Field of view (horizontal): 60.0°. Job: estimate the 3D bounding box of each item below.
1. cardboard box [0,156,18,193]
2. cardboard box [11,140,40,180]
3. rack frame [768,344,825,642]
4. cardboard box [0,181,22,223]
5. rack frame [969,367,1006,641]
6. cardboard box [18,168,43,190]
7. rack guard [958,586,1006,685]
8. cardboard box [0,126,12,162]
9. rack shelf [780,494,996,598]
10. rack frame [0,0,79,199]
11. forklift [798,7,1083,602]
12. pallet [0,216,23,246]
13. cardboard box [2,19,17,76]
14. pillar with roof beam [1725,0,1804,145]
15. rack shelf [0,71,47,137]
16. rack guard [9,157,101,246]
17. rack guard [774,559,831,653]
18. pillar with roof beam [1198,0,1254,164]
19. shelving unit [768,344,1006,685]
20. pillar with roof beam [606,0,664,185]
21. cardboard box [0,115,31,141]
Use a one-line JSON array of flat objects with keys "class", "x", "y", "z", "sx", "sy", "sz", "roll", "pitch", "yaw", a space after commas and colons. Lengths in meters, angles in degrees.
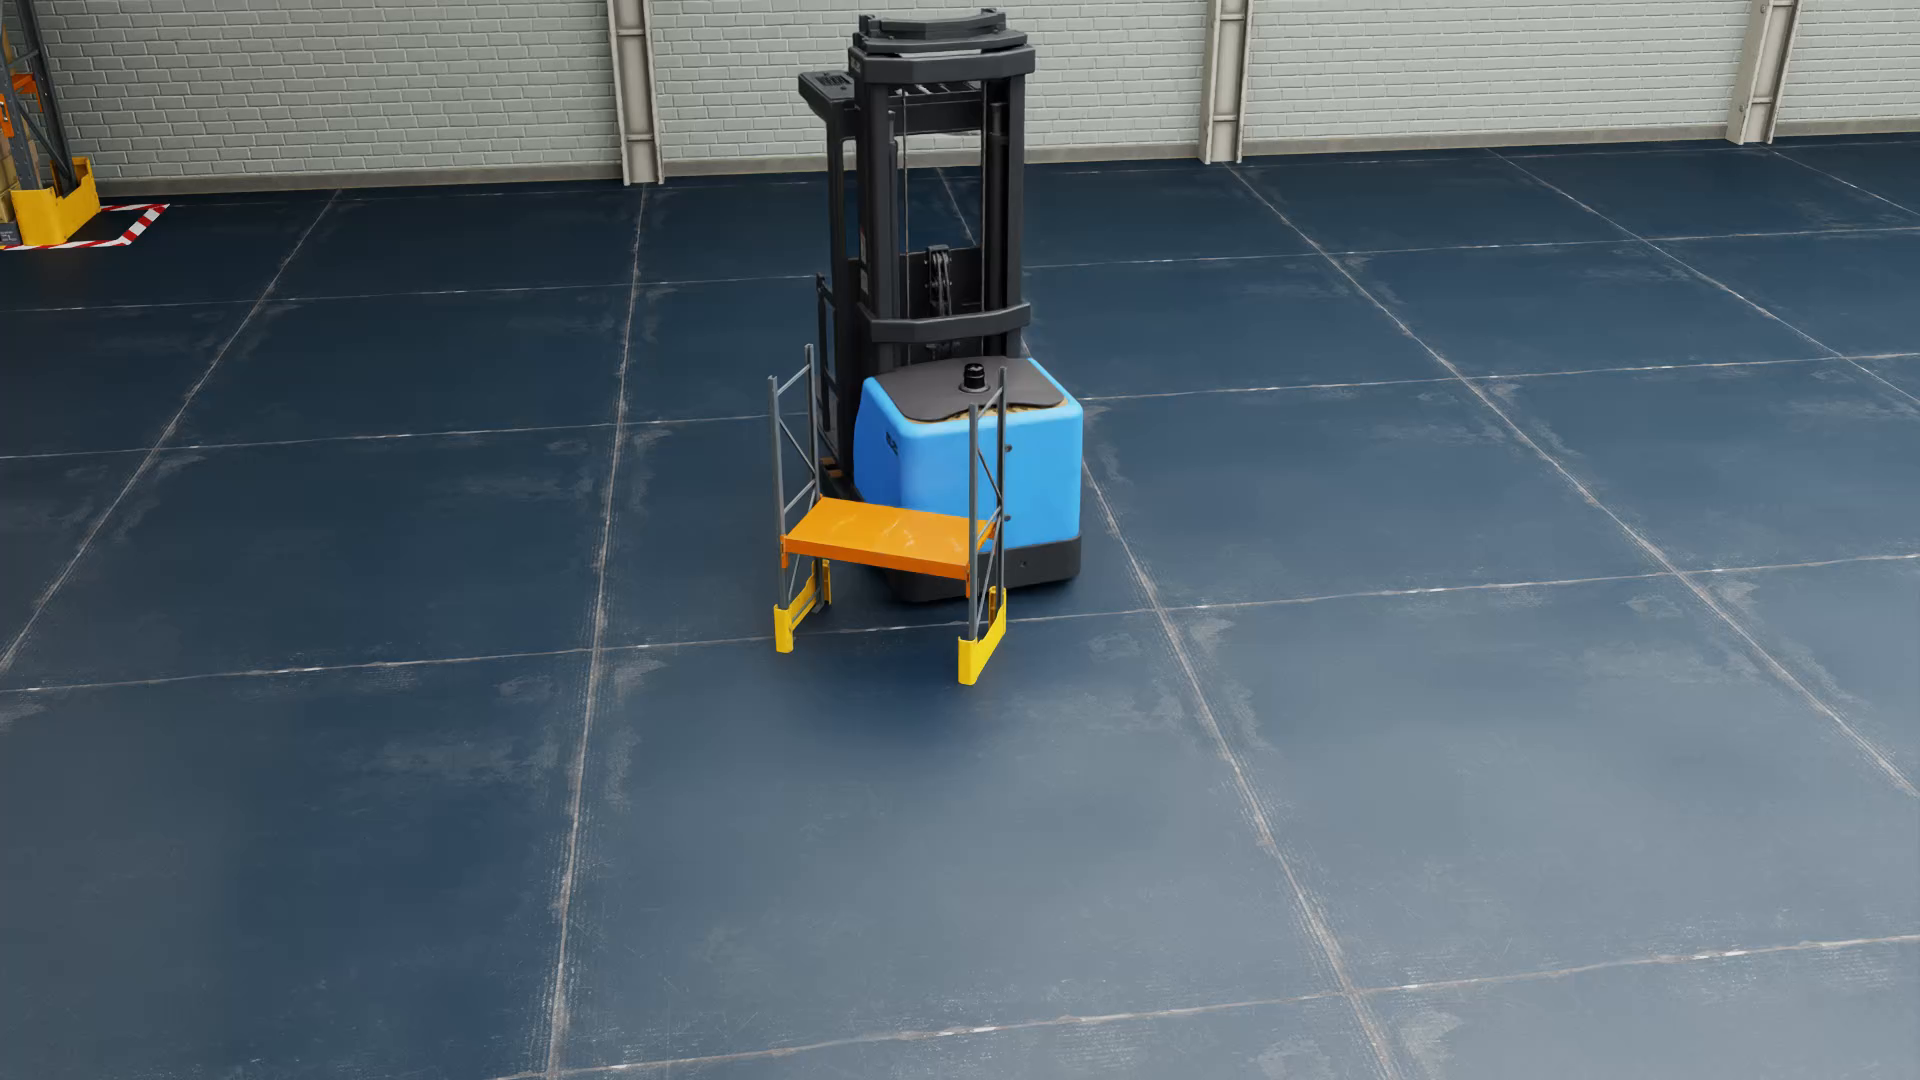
[{"class": "cardboard box", "x": -8.763, "y": -3.245, "z": 14.793, "sx": 0.500, "sy": 0.250, "sz": 0.500, "roll": -4, "pitch": 27, "yaw": -8}, {"class": "cardboard box", "x": -8.819, "y": -3.481, "z": 15.254, "sx": 0.500, "sy": 0.250, "sz": 0.500, "roll": -3, "pitch": 27, "yaw": -6}, {"class": "rack frame", "x": -0.831, "y": -0.213, "z": 8.522, "sx": 0.032, "sy": 1.500, "sz": 0.500, "roll": 9, "pitch": 28, "yaw": 16}, {"class": "cardboard box", "x": -8.746, "y": -3.022, "z": 14.906, "sx": 0.500, "sy": 0.250, "sz": 0.500, "roll": -3, "pitch": 27, "yaw": -7}, {"class": "rack frame", "x": 0.135, "y": -0.068, "z": 8.240, "sx": 0.032, "sy": 1.500, "sz": 0.500, "roll": 9, "pitch": 28, "yaw": 16}, {"class": "cardboard box", "x": -8.838, "y": -3.252, "z": 15.354, "sx": 0.500, "sy": 0.250, "sz": 0.500, "roll": -4, "pitch": 27, "yaw": -7}, {"class": "rack guard", "x": 0.116, "y": 0.485, "z": 8.530, "sx": 0.087, "sy": 0.250, "sz": 0.587, "roll": 9, "pitch": 28, "yaw": 16}, {"class": "cardboard box", "x": -8.737, "y": -3.470, "z": 14.683, "sx": 0.500, "sy": 0.250, "sz": 0.500, "roll": -3, "pitch": 27, "yaw": -5}, {"class": "rack shelf", "x": -0.348, "y": 0.020, "z": 8.463, "sx": 1.000, "sy": 0.185, "sz": 0.538, "roll": 9, "pitch": 28, "yaw": 16}, {"class": "rack frame", "x": -8.325, "y": -4.232, "z": 14.711, "sx": 0.127, "sy": 3.000, "sz": 1.000, "roll": -4, "pitch": 27, "yaw": -7}, {"class": "forklift", "x": -0.274, "y": -1.623, "z": 9.703, "sx": 1.130, "sy": 2.935, "sz": 3.031, "roll": -9, "pitch": 28, "yaw": -16}, {"class": "pallet", "x": -9.076, "y": -2.923, "z": 15.216, "sx": 1.213, "sy": 0.211, "sz": 1.003, "roll": -4, "pitch": 27, "yaw": -7}, {"class": "cardboard box", "x": -8.854, "y": -4.370, "z": 14.872, "sx": 0.500, "sy": 0.500, "sz": 0.500, "roll": -3, "pitch": 27, "yaw": -5}, {"class": "pillar with roof beam", "x": 9.284, "y": -6.463, "z": 12.488, "sx": 0.400, "sy": 9.000, "sz": 9.100, "roll": -4, "pitch": 27, "yaw": -7}, {"class": "rack shelf", "x": -10.305, "y": -3.784, "z": 14.628, "sx": 4.000, "sy": 0.370, "sz": 1.077, "roll": -4, "pitch": 27, "yaw": -7}, {"class": "rack guard", "x": -8.301, "y": -3.121, "z": 15.285, "sx": 0.348, "sy": 0.500, "sz": 1.175, "roll": -4, "pitch": 27, "yaw": -7}, {"class": "rack guard", "x": -0.830, "y": 0.343, "z": 8.807, "sx": 0.087, "sy": 0.250, "sz": 0.587, "roll": 9, "pitch": 28, "yaw": 16}, {"class": "pillar with roof beam", "x": 3.343, "y": -6.081, "z": 11.744, "sx": 0.400, "sy": 9.000, "sz": 9.100, "roll": -4, "pitch": 27, "yaw": -7}, {"class": "shelving unit", "x": -0.357, "y": -0.142, "z": 8.383, "sx": 1.083, "sy": 1.500, "sz": 0.587, "roll": 9, "pitch": 28, "yaw": 16}, {"class": "pillar with roof beam", "x": -2.599, "y": -5.699, "z": 11.000, "sx": 0.400, "sy": 9.000, "sz": 9.100, "roll": -4, "pitch": 27, "yaw": -7}, {"class": "cardboard box", "x": -8.827, "y": -3.695, "z": 15.122, "sx": 0.500, "sy": 0.250, "sz": 0.500, "roll": -4, "pitch": 27, "yaw": -8}]
